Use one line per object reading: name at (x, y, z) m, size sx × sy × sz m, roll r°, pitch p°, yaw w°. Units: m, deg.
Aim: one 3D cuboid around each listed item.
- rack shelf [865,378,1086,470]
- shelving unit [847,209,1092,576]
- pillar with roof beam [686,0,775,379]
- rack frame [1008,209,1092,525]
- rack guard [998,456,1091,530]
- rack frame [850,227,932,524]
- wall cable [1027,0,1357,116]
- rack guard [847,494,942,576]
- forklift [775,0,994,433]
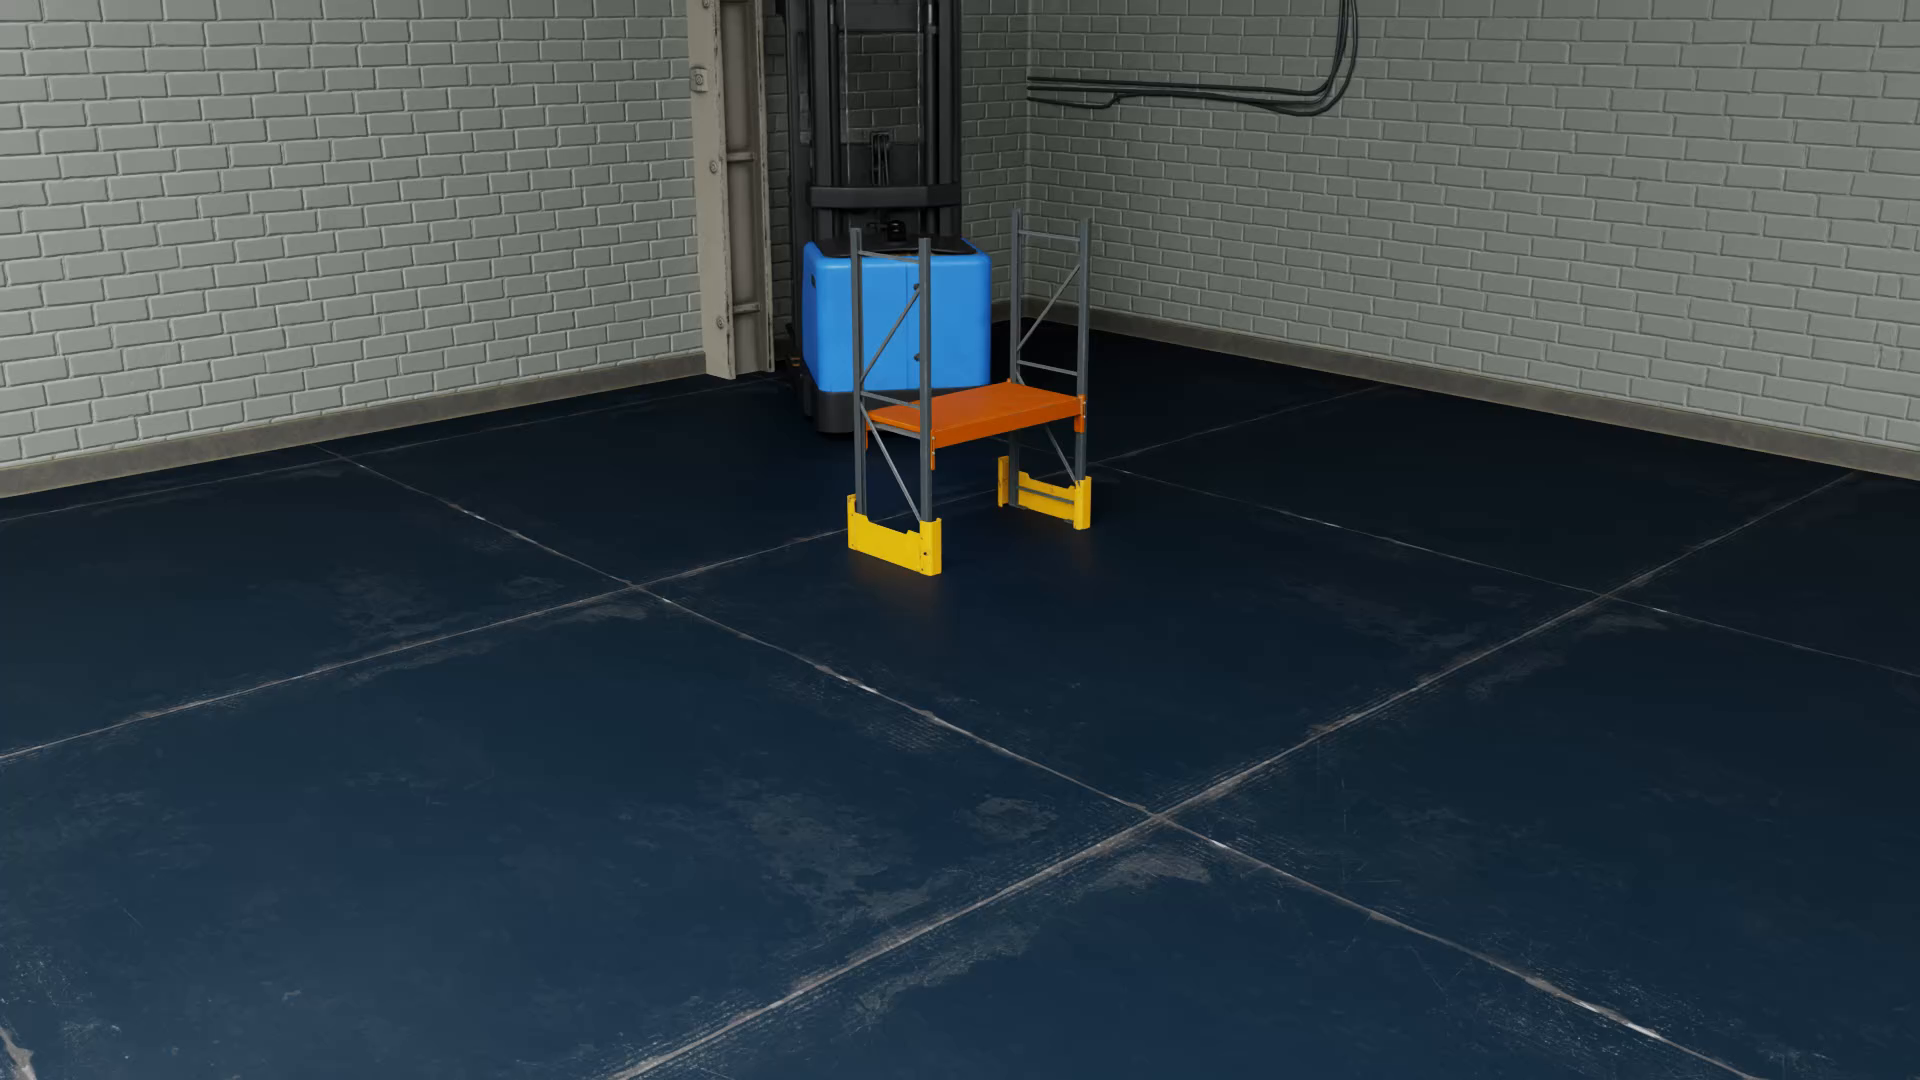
rack shelf at (0.062, -0.560, 7.865) m, size 1.000 × 0.185 × 0.538 m, roll -16°, pitch 24°, yaw -41°
shelving unit at (0.055, -0.730, 7.803) m, size 1.083 × 1.500 × 0.587 m, roll -16°, pitch 24°, yaw -41°
pillar with roof beam at (1.422, -4.489, 7.239) m, size 0.400 × 9.000 × 9.100 m, roll -16°, pitch 24°, yaw -41°
rack frame at (0.431, -0.839, 8.141) m, size 0.032 × 1.500 × 0.500 m, roll -16°, pitch 24°, yaw -41°
rack guard at (0.417, -0.241, 8.321) m, size 0.087 × 0.250 × 0.587 m, roll -16°, pitch 24°, yaw -41°
rack frame at (-0.307, -0.624, 7.477) m, size 0.032 × 1.500 × 0.500 m, roll -16°, pitch 24°, yaw -41°
wall cable at (1.513, -4.304, 11.705) m, size 0.112 × 2.526 × 3.097 m, roll -16°, pitch 24°, yaw -41°
rack guard at (-0.306, -0.030, 7.670) m, size 0.087 × 0.250 × 0.587 m, roll -16°, pitch 24°, yaw -41°
forklift at (-0.578, -2.429, 10.725) m, size 1.130 × 2.935 × 3.031 m, roll -3°, pitch 18°, yaw -10°
